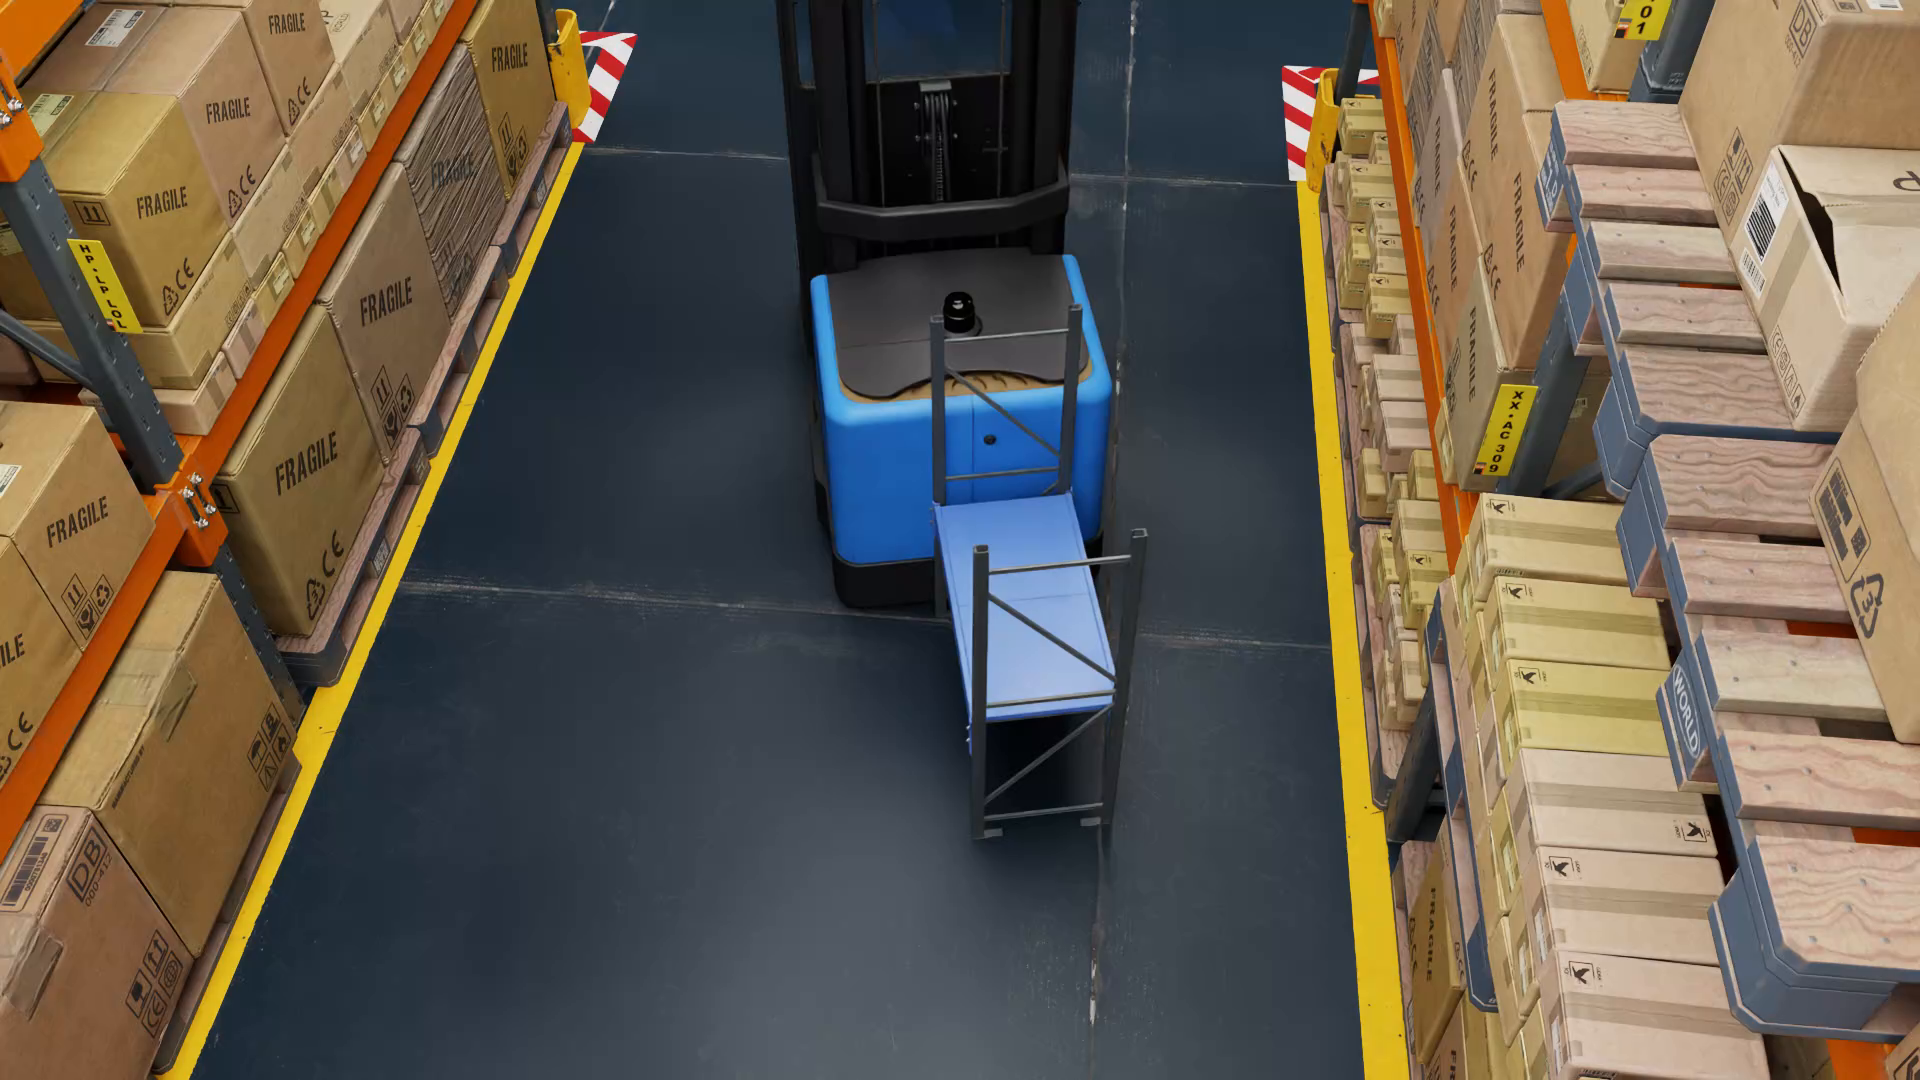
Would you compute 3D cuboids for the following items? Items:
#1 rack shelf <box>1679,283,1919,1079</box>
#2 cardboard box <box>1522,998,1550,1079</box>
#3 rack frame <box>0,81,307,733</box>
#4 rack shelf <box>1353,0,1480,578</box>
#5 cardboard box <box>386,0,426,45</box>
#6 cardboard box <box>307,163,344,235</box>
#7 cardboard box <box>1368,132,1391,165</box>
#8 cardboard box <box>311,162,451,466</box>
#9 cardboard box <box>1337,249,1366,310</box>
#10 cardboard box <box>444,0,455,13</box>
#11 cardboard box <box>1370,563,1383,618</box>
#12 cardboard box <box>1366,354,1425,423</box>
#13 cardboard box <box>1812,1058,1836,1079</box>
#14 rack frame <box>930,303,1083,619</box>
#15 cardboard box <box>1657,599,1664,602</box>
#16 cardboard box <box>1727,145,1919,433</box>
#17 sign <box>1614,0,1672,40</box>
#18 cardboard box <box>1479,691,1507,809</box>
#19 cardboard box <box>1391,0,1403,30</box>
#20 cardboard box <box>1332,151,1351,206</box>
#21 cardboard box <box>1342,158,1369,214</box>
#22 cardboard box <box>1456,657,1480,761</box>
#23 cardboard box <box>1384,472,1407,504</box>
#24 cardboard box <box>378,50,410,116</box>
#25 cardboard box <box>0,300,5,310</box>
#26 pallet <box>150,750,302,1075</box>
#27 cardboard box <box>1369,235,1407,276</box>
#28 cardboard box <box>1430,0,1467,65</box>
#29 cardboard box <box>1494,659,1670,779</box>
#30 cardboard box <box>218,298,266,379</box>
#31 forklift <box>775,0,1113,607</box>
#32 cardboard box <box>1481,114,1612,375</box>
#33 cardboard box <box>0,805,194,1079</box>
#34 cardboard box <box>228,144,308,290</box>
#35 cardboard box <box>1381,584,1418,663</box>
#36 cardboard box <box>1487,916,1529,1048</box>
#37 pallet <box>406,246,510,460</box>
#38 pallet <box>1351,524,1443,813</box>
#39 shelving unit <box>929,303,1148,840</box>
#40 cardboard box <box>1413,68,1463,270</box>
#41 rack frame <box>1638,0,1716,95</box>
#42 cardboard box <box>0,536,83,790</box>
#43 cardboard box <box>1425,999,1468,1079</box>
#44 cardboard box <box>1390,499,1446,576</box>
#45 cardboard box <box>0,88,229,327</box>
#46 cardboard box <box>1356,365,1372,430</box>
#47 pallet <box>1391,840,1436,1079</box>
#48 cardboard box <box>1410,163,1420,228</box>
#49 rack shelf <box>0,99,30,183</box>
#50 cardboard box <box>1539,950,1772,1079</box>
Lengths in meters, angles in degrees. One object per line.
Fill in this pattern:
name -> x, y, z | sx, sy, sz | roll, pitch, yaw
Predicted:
rack shelf -> 1.810, 0.734, 2.526 | 1.077, 0.370, 4.000 | 4, 48, 4
cardboard box -> 1.384, 1.100, 3.421 | 0.380, 0.149, 0.250 | 3, 48, 3
rack frame -> -2.938, -0.373, 5.085 | 1.000, 3.000, 0.127 | 4, 48, 4
rack shelf -> 2.175, -1.193, 6.321 | 1.077, 0.370, 4.000 | 4, 48, 4
cardboard box -> -2.446, -2.242, 6.694 | 0.500, 0.250, 0.500 | 2, 48, 2
cardboard box -> -2.487, -1.252, 6.058 | 0.380, 0.149, 0.250 | 3, 48, 3
cardboard box -> 2.065, -1.713, 7.554 | 0.380, 0.149, 0.250 | 5, 48, 4
cardboard box -> -2.716, -0.939, 6.757 | 0.875, 0.875, 0.875 | 4, 48, 4
cardboard box -> 1.900, -1.160, 7.451 | 0.380, 0.149, 0.250 | 4, 48, 4
cardboard box -> -2.348, -2.384, 7.094 | 0.380, 0.149, 0.250 | 5, 48, 4
cardboard box -> 1.756, 0.160, 6.244 | 0.380, 0.149, 0.250 | 2, 48, 2
cardboard box -> 1.811, -0.588, 6.526 | 0.380, 0.149, 0.250 | 2, 48, 2
cardboard box -> 2.038, 1.240, 3.495 | 0.380, 0.149, 0.250 | 6, 48, 5
rack frame -> 0.153, -0.235, 5.975 | 0.500, 1.500, 0.032 | -6, 48, -5
cardboard box -> 2.314, 0.216, 5.789 | 0.380, 0.149, 0.250 | 6, 48, 5
cardboard box -> 1.703, -0.457, 2.904 | 0.500, 0.311, 0.500 | 3, 48, 3
sign -> 1.451, -1.183, 3.442 | 0.100, 0.325, 0.005 | 4, 48, 4
cardboard box -> 1.454, 0.516, 3.955 | 0.380, 0.149, 0.250 | 5, 48, 4
cardboard box -> 2.017, -2.333, 6.607 | 0.500, 0.500, 0.500 | 4, 48, 4
cardboard box -> 1.990, -1.721, 7.965 | 0.380, 0.149, 0.250 | 5, 48, 4
cardboard box -> 1.972, -1.620, 7.670 | 0.380, 0.149, 0.250 | 4, 48, 3
cardboard box -> 1.479, 0.440, 4.226 | 0.380, 0.149, 0.250 | 5, 48, 4
cardboard box -> 1.848, -0.263, 6.429 | 0.380, 0.149, 0.250 | 5, 48, 4
cardboard box -> -2.417, -1.821, 6.579 | 0.380, 0.149, 0.250 | 5, 48, 4
cardboard box -> -3.162, -1.032, 5.079 | 0.500, 0.500, 0.500 | 5, 48, 5
pallet -> -2.933, 1.140, 5.590 | 1.003, 0.211, 1.213 | 4, 48, 4
cardboard box -> 1.940, -1.145, 7.035 | 0.380, 0.149, 0.250 | 6, 48, 5
cardboard box -> 1.899, -1.938, 5.569 | 0.500, 0.500, 0.500 | 3, 48, 2
cardboard box -> 1.453, 0.429, 3.834 | 0.380, 0.149, 0.250 | 4, 48, 4
cardboard box -> -2.556, -0.677, 5.532 | 0.380, 0.149, 0.250 | 2, 48, 2
forklift -> -0.152, -1.828, 6.462 | 1.130, 2.935, 3.031 | -6, 48, -5
cardboard box -> 1.766, -0.801, 4.529 | 0.500, 0.500, 0.500 | 2, 48, 2
cardboard box -> -3.057, 1.330, 4.682 | 1.225, 0.875, 0.875 | 2, 48, 2
cardboard box -> -2.584, -1.116, 5.664 | 0.500, 0.250, 0.500 | 4, 48, 3
cardboard box -> 1.717, 0.302, 5.913 | 0.380, 0.149, 0.250 | 2, 48, 2
cardboard box -> 1.405, 0.995, 3.719 | 0.380, 0.149, 0.250 | 2, 48, 2
pallet -> -2.682, -0.885, 7.442 | 1.003, 0.211, 1.213 | 4, 48, 4
pallet -> 2.018, 0.480, 6.194 | 1.003, 0.211, 1.213 | 4, 48, 4
shelving unit -> 0.220, 0.137, 5.635 | 0.538, 1.500, 1.048 | -6, 48, -5
cardboard box -> 1.850, -1.221, 5.591 | 0.500, 0.500, 0.500 | 4, 48, 3
rack frame -> 1.992, -1.990, 2.498 | 1.000, 3.000, 0.127 | 4, 48, 4
cardboard box -> -2.760, 0.318, 4.385 | 0.500, 0.500, 0.500 | 5, 48, 5
cardboard box -> 1.614, 1.650, 4.643 | 0.500, 0.500, 0.500 | 6, 48, 5
cardboard box -> 1.765, 0.001, 5.986 | 0.380, 0.149, 0.250 | 3, 48, 3
cardboard box -> -2.640, -1.011, 5.060 | 0.500, 0.500, 0.500 | 4, 48, 4
cardboard box -> 1.863, -0.583, 6.924 | 0.380, 0.149, 0.250 | 4, 48, 4
pallet -> 1.923, 1.548, 5.217 | 1.003, 0.211, 1.213 | 4, 48, 4
cardboard box -> 1.856, -1.260, 6.066 | 0.380, 0.149, 0.250 | 5, 48, 4
rack shelf -> -3.120, 0.327, 2.899 | 1.077, 0.370, 4.000 | 4, 48, 4
cardboard box -> 1.382, 0.985, 3.324 | 0.380, 0.149, 0.250 | 5, 48, 5
